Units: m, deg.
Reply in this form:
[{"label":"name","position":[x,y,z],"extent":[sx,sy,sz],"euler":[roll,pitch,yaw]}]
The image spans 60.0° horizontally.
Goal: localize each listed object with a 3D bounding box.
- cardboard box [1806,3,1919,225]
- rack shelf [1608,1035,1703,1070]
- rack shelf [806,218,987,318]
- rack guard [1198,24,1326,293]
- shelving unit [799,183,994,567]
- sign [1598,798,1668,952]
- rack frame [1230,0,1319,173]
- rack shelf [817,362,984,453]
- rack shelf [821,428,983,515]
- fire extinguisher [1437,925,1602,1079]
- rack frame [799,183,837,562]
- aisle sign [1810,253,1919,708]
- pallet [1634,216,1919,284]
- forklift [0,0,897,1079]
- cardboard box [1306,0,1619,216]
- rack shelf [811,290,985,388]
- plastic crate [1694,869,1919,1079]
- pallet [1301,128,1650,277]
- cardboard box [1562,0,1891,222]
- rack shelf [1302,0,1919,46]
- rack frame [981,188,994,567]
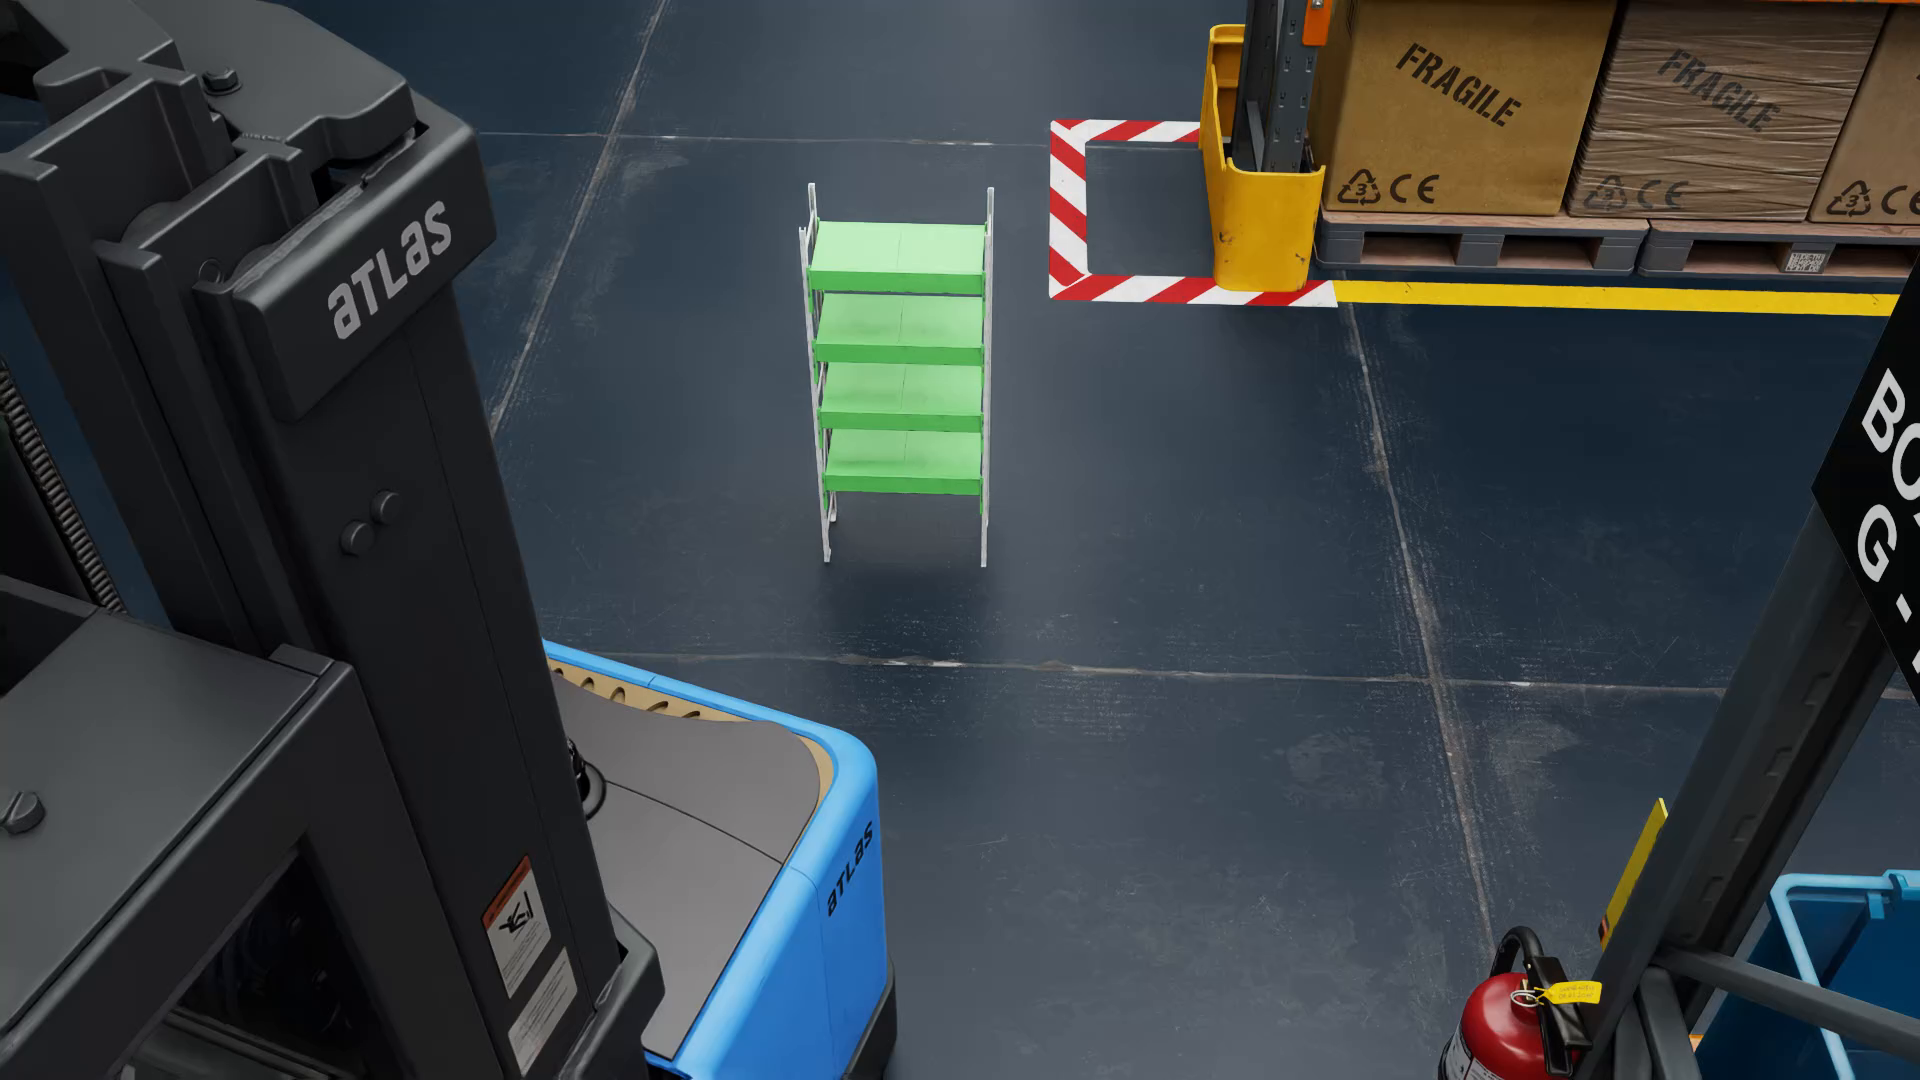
[{"label":"cardboard box","position":[3.625,-1.784,6.215],"extent":[0.875,0.875,0.875],"euler":[2,43,2]},{"label":"rack shelf","position":[2.959,1.269,2.215],"extent":[4.000,0.370,1.077],"euler":[2,43,2]},{"label":"rack shelf","position":[-0.165,-0.749,4.563],"extent":[0.480,0.148,0.258],"euler":[2,43,2]},{"label":"rack guard","position":[1.160,-1.515,6.509],"extent":[0.348,0.500,1.175],"euler":[2,43,2]},{"label":"shelving unit","position":[-0.165,-0.444,4.846],"extent":[0.503,1.200,0.258],"euler":[2,43,2]},{"label":"sign","position":[0.970,0.509,2.383],"extent":[0.005,0.325,0.100],"euler":[2,43,2]},{"label":"rack frame","position":[1.184,-2.428,5.656],"extent":[0.127,3.000,1.000],"euler":[2,43,2]},{"label":"rack shelf","position":[-0.165,-0.397,4.890],"extent":[0.480,0.148,0.258],"euler":[2,43,2]},{"label":"rack shelf","position":[-0.165,-0.222,5.054],"extent":[0.480,0.148,0.258],"euler":[2,43,2]},{"label":"fire extinguisher","position":[0.831,0.795,2.526],"extent":[0.183,0.674,0.296],"euler":[2,43,2]},{"label":"rack frame","position":[-0.409,-0.452,4.855],"extent":[0.015,1.200,0.240],"euler":[2,43,2]},{"label":"aisle sign","position":[0.902,-0.209,1.366],"extent":[0.004,0.787,0.394],"euler":[2,43,2]},{"label":"pallet","position":[3.202,-1.398,6.595],"extent":[1.213,0.211,1.003],"euler":[2,43,2]},{"label":"forklift","position":[-1.155,0.923,2.109],"extent":[1.130,2.935,3.031],"euler":[15,45,15]},{"label":"cardboard box","position":[1.827,-1.840,6.275],"extent":[0.875,0.875,0.875],"euler":[2,43,2]},{"label":"rack shelf","position":[-0.165,-0.573,4.726],"extent":[0.480,0.148,0.258],"euler":[2,43,2]},{"label":"plastic crate","position":[1.304,0.792,2.129],"extent":[0.499,0.435,0.616],"euler":[2,43,2]},{"label":"pallet","position":[1.987,-1.437,6.638],"extent":[1.213,0.211,1.003],"euler":[2,43,2]},{"label":"cardboard box","position":[2.736,-1.812,6.245],"extent":[0.875,0.875,0.875],"euler":[2,43,2]},{"label":"rack shelf","position":[3.182,-2.104,5.836],"extent":[4.000,0.370,1.077],"euler":[2,43,2]},{"label":"rack frame","position":[0.078,-0.437,4.838],"extent":[0.015,1.200,0.240],"euler":[2,43,2]}]
